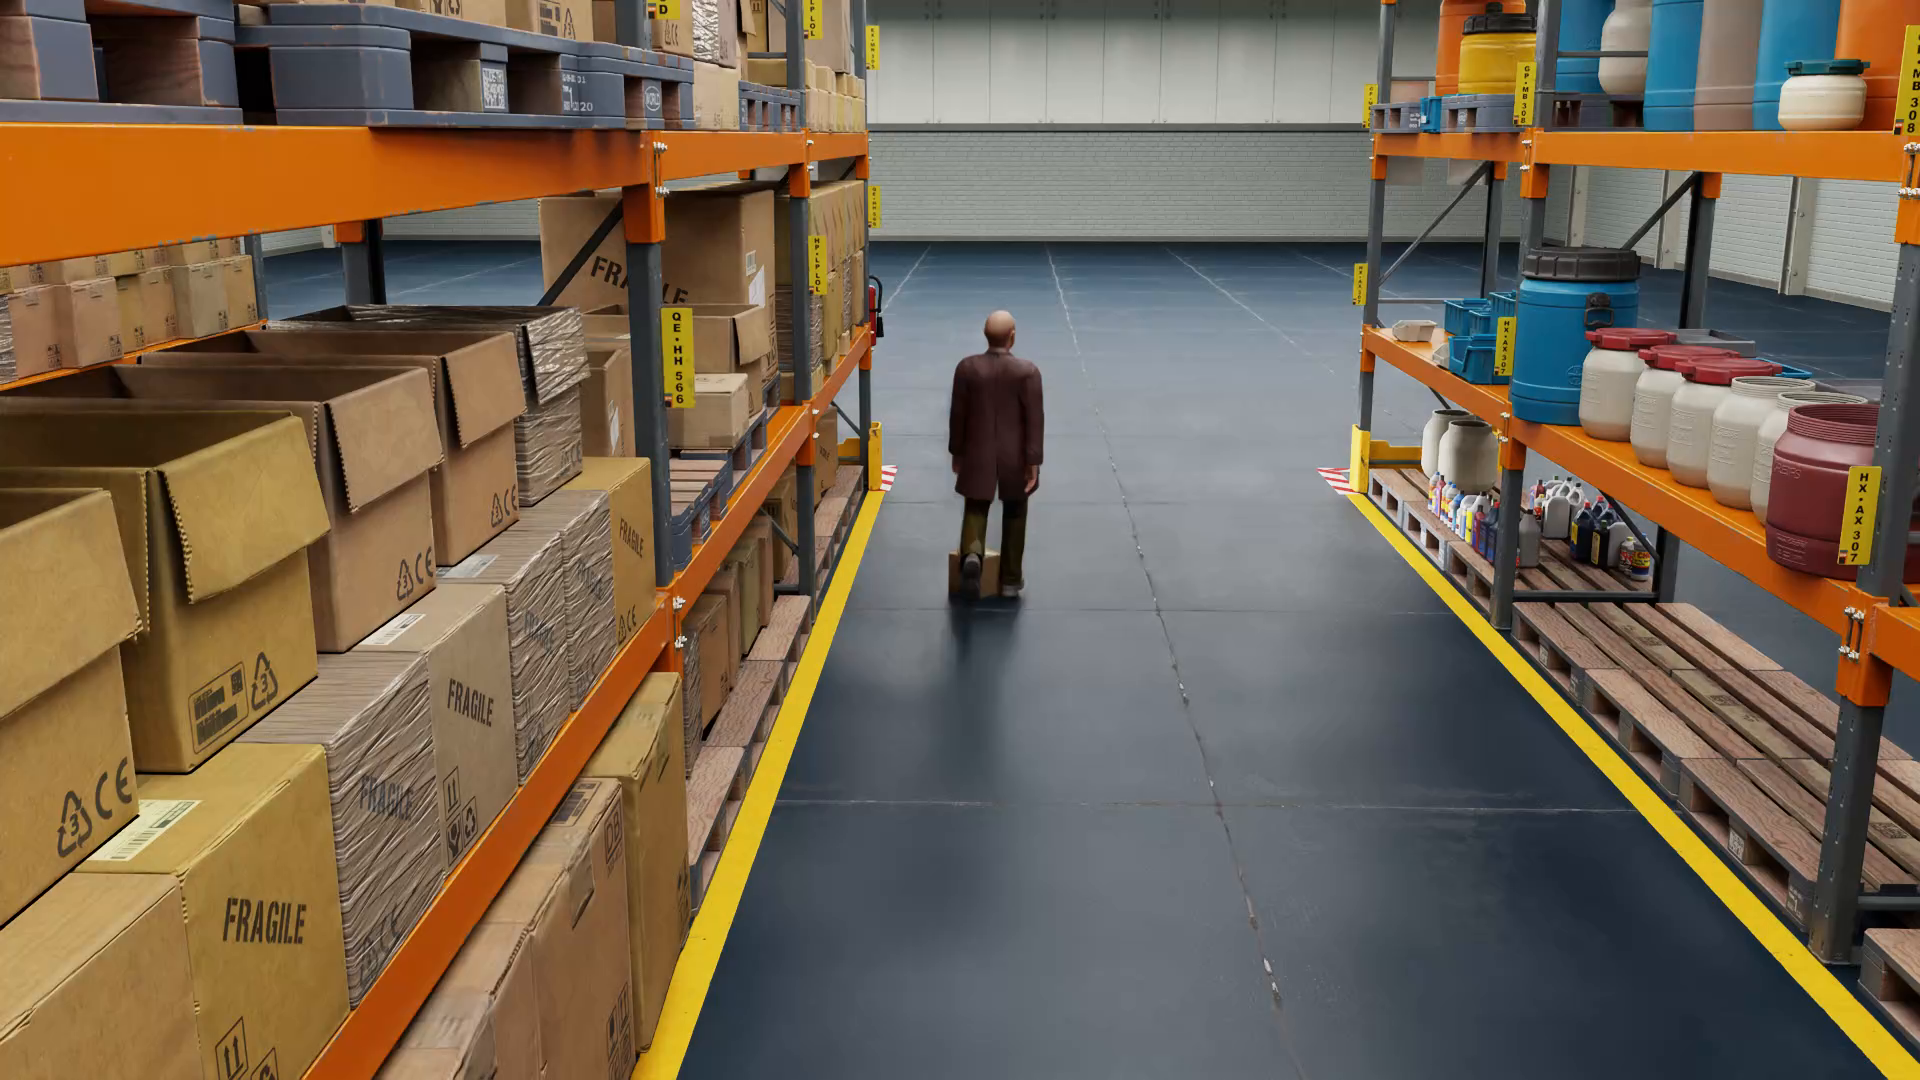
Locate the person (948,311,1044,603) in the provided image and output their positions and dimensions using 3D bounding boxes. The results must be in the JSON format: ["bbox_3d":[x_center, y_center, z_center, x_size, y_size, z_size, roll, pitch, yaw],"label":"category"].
[{"bbox_3d":[0.207,-0.488,9.941,0.599,1.753,0.849,2,14,8],"label":"person"}]
